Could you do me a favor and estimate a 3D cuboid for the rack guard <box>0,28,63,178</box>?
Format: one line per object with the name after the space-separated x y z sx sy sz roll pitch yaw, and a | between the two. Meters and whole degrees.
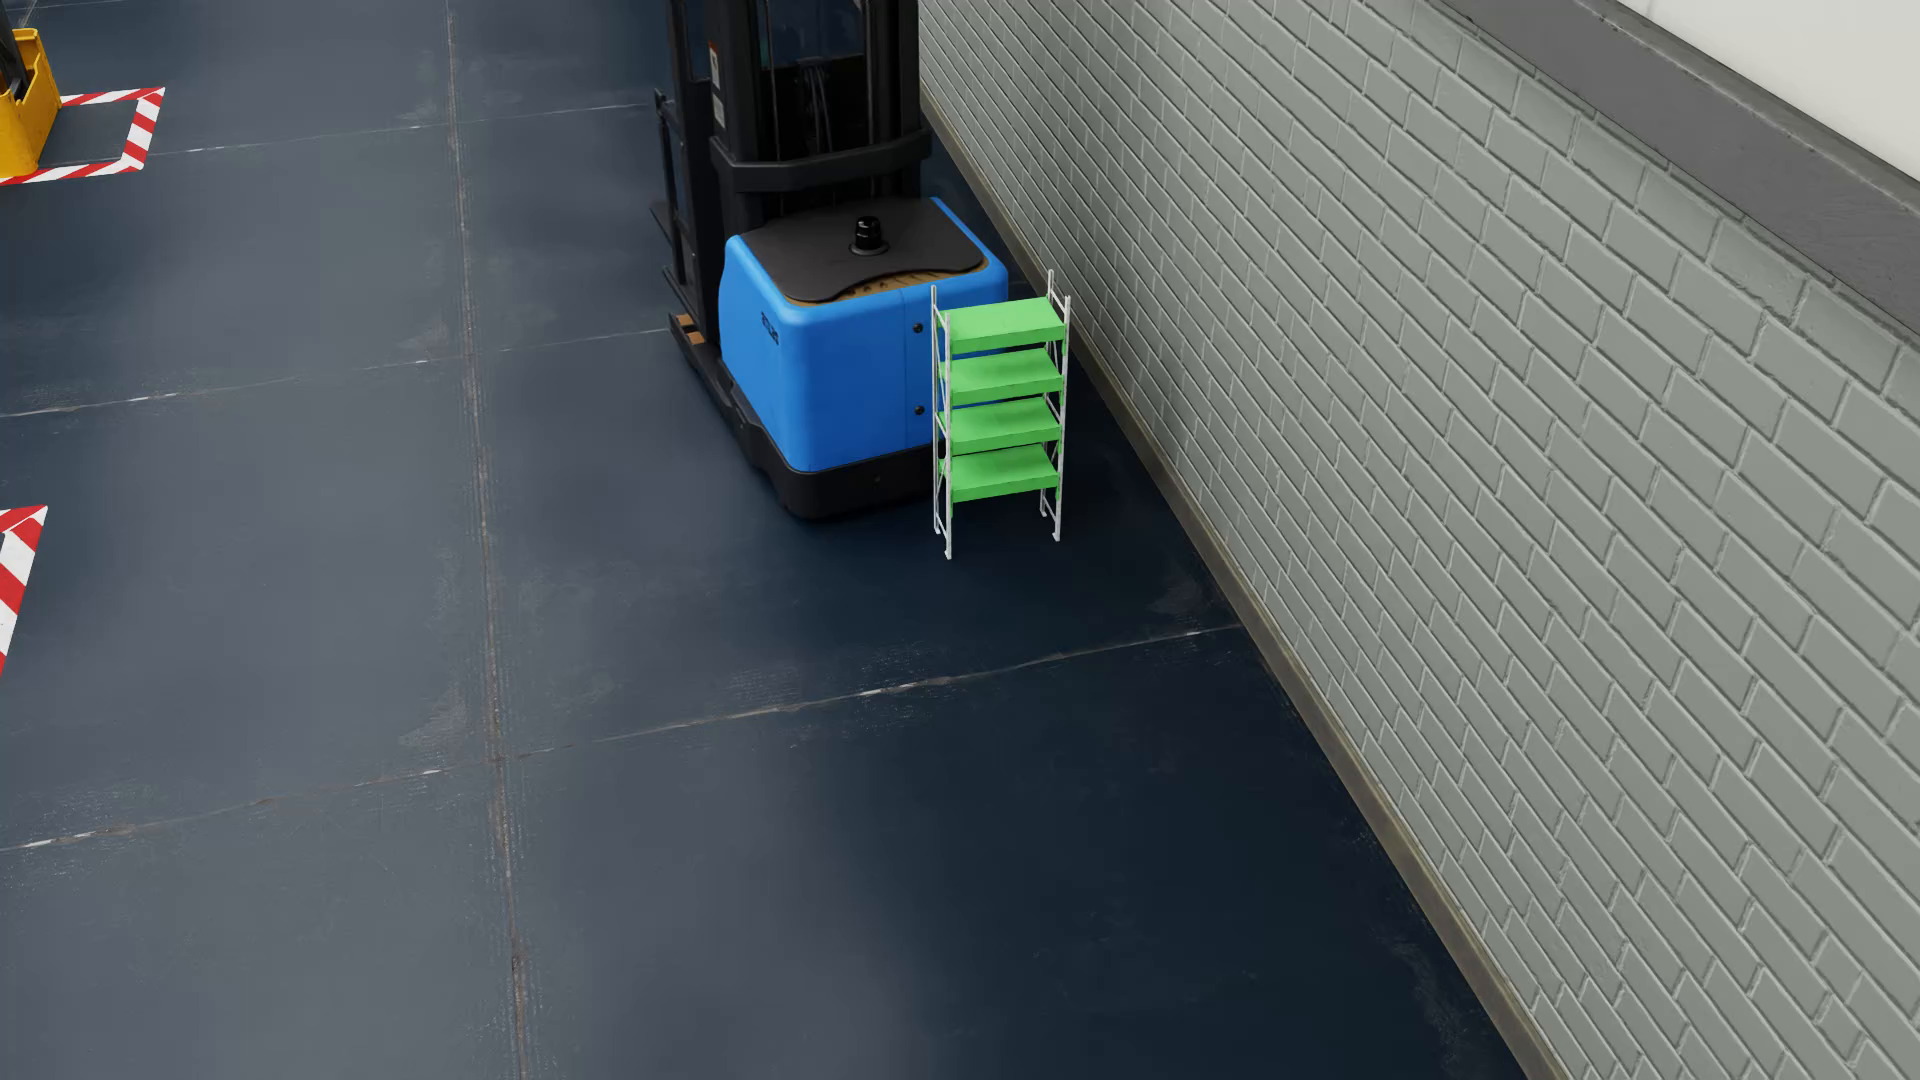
-5.977 -2.749 10.432 0.348 0.500 1.175 -9 38 -12 | rack guard

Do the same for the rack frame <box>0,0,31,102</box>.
-6.000 -3.738 9.667 0.127 3.000 1.000 -9 38 -12 | rack frame

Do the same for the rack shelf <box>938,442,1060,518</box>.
0.160 -0.261 7.104 0.480 0.148 0.258 -9 38 -12 | rack shelf

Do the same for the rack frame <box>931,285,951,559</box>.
-0.076 -0.464 6.869 0.015 1.200 0.240 -9 38 -12 | rack frame

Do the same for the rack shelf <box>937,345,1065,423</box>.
0.160 -0.643 6.813 0.480 0.148 0.258 -9 38 -12 | rack shelf

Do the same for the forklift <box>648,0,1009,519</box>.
-0.839 -2.148 7.646 1.130 2.935 3.031 -15 40 -19 | forklift

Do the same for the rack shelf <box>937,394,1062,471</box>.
0.160 -0.452 6.959 0.480 0.148 0.258 -9 38 -12 | rack shelf

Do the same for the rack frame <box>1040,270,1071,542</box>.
0.395 -0.541 6.970 0.015 1.200 0.240 -9 38 -12 | rack frame

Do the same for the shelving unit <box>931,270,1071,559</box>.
0.160 -0.503 6.920 0.503 1.200 0.258 -9 38 -12 | shelving unit

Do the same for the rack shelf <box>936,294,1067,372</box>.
0.160 -0.833 6.667 0.480 0.148 0.258 -9 38 -12 | rack shelf
